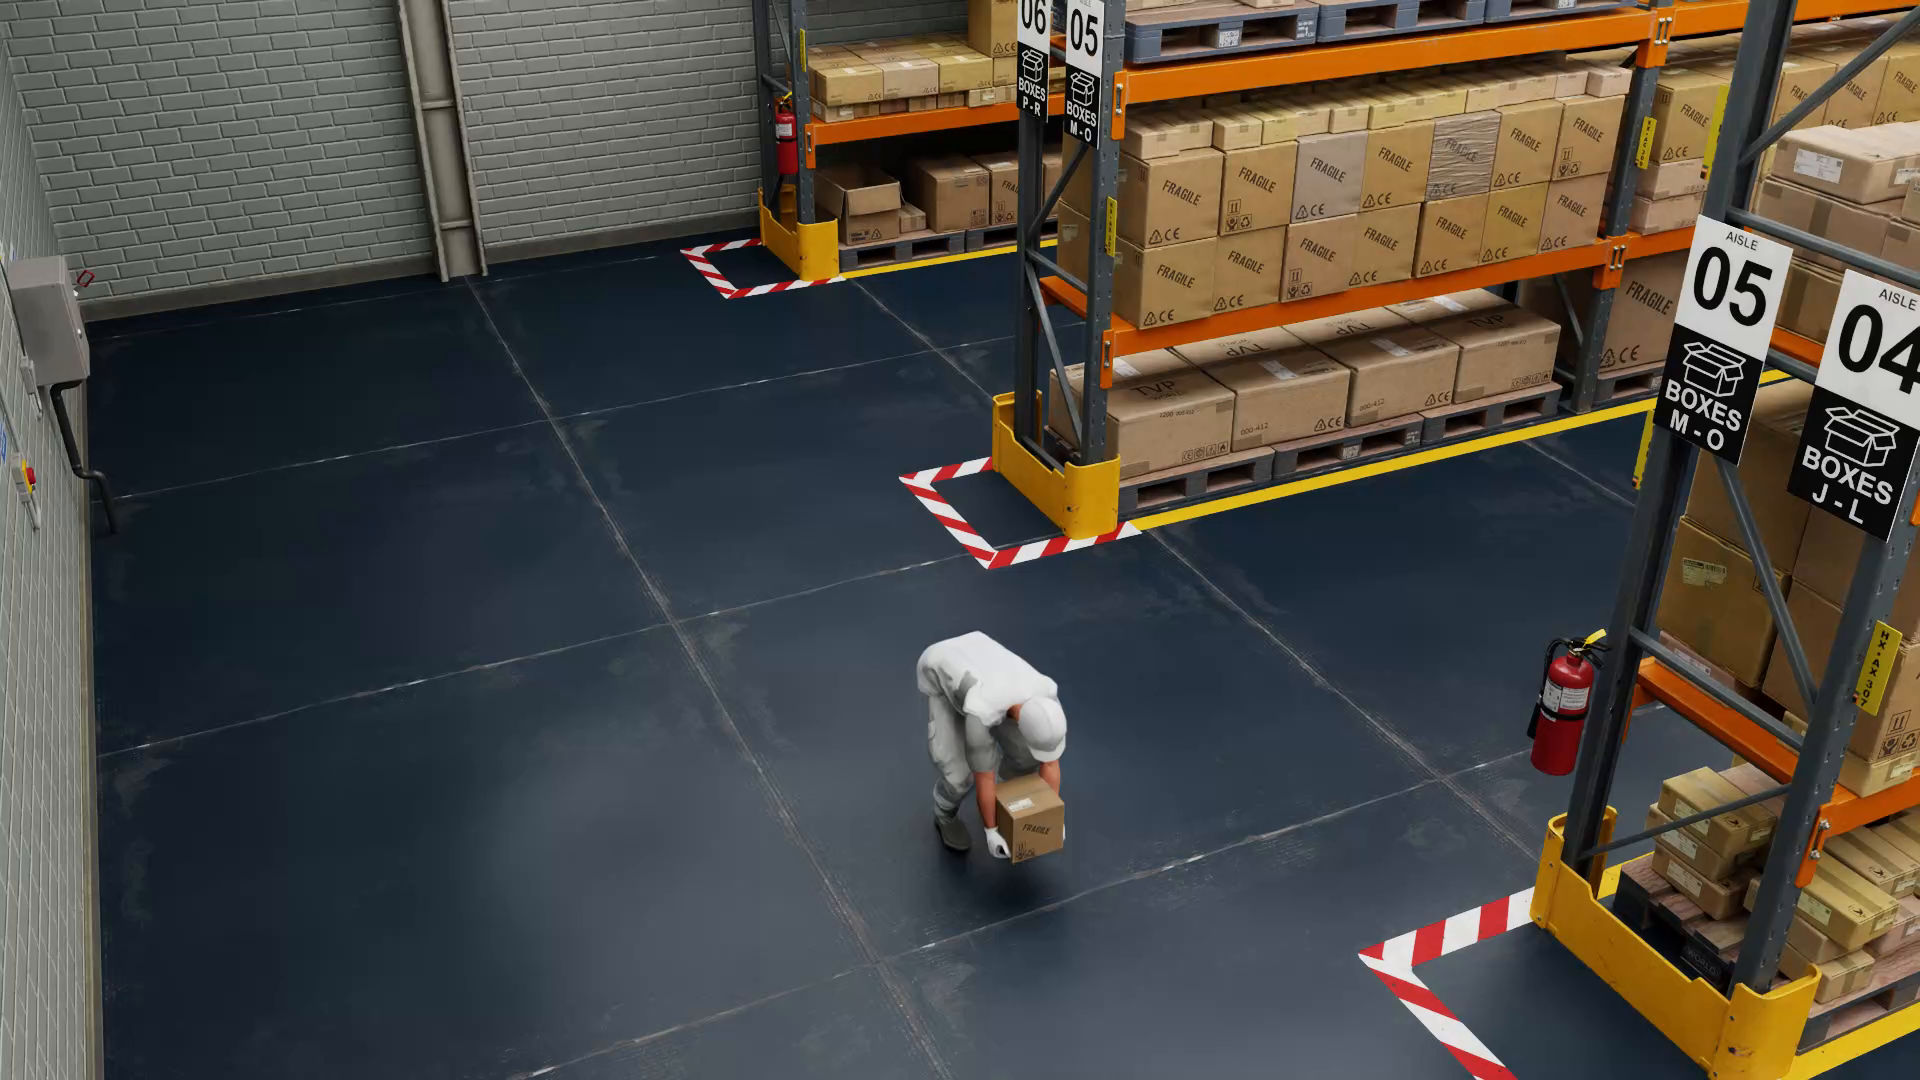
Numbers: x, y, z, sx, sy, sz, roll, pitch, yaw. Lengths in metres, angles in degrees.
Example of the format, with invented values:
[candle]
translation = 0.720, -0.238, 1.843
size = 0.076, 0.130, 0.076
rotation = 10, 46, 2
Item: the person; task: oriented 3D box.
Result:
[person]
translation = 0.157, 0.973, 7.454
size = 0.522, 1.039, 0.958
rotation = -15, 32, -24
